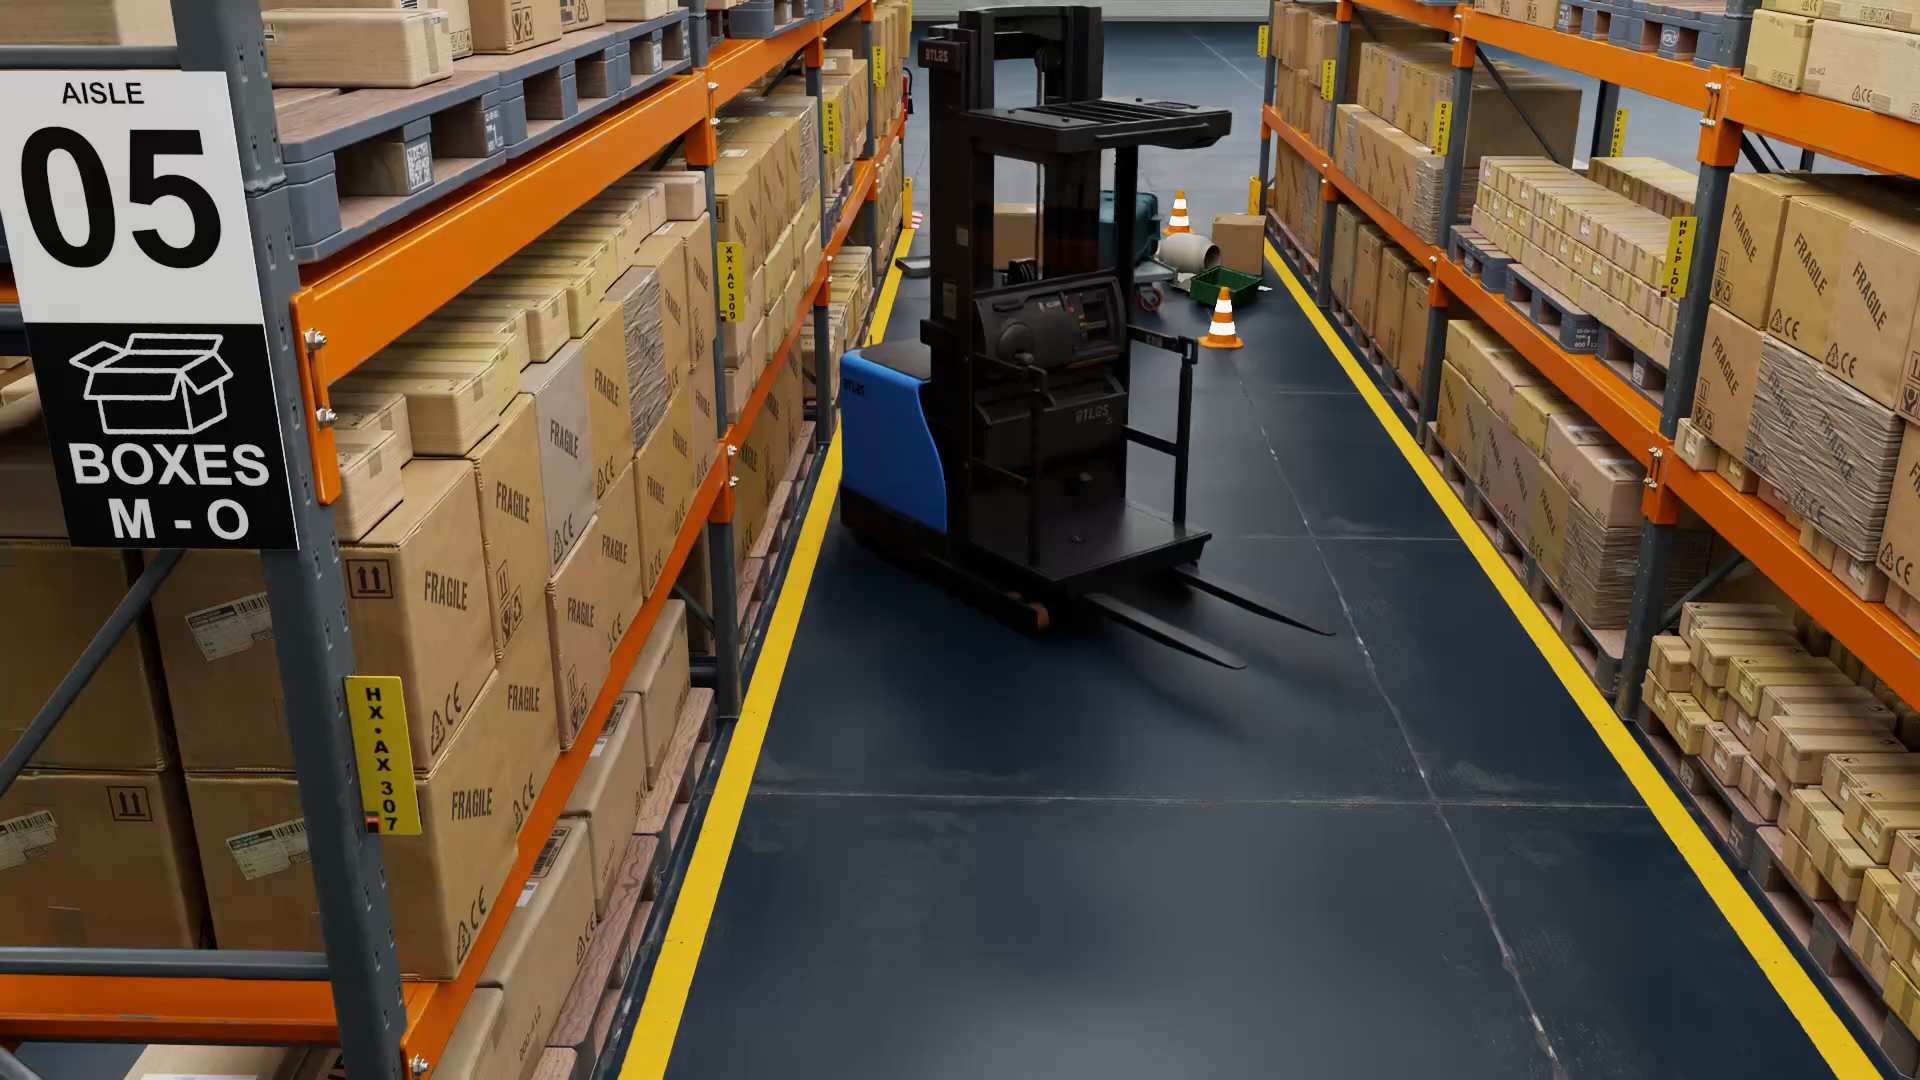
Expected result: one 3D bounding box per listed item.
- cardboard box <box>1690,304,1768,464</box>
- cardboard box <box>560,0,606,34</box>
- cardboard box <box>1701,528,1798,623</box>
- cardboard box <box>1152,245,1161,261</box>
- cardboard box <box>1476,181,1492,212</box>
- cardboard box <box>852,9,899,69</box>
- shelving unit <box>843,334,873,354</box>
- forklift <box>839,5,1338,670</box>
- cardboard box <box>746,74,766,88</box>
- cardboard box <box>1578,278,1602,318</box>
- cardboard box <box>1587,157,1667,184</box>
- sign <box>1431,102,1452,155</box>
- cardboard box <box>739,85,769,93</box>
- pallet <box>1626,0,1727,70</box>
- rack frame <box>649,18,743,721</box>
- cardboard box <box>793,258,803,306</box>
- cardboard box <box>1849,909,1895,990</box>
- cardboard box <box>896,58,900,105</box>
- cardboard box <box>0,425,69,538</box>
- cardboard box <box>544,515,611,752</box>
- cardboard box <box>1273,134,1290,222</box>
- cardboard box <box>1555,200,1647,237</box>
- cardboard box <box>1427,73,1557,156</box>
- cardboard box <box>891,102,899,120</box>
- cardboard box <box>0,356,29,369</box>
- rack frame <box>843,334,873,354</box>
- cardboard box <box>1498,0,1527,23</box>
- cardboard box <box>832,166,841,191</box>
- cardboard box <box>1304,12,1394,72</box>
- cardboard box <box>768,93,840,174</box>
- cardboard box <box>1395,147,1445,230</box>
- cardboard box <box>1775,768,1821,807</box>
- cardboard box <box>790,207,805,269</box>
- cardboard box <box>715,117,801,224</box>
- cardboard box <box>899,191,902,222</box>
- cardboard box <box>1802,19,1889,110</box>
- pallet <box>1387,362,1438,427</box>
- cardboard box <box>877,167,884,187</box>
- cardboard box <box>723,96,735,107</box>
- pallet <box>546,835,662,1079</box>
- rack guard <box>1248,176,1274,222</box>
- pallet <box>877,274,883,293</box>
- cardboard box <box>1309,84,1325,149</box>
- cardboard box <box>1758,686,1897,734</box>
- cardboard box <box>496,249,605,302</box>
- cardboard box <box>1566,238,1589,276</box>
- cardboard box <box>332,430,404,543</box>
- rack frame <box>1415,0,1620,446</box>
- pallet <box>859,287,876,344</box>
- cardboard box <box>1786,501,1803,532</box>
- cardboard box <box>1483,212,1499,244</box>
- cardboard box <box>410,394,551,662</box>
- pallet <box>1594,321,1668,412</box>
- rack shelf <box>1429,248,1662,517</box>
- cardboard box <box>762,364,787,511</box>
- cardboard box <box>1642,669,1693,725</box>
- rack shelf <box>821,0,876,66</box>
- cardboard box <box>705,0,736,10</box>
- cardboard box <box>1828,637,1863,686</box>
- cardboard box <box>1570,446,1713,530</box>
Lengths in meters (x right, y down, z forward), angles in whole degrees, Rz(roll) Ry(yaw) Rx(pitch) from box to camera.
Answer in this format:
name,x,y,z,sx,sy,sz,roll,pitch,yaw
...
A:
name,x,y,z,sx,sy,sz,roll,pitch,yaw
cardboard box,3.194,-0.607,6.398,0.500,0.500,0.500,0,21,1
cardboard box,-1.499,-1.817,5.057,0.797,0.503,0.637,2,21,6
cardboard box,3.749,0.107,7.981,0.500,0.500,0.500,1,21,4
cardboard box,1.916,-2.858,16.527,0.396,0.266,0.258,4,22,11
cardboard box,3.367,-2.089,10.122,0.380,0.149,0.250,2,21,4
cardboard box,-0.937,-4.682,15.518,0.700,0.500,0.500,0,21,0
shelving unit,-0.520,-0.656,9.769,0.215,1.050,0.252,-15,26,-34
forklift,0.599,-1.092,8.291,1.130,2.935,3.031,-15,26,-34
cardboard box,-1.600,-3.340,11.965,0.380,0.149,0.250,0,21,-1
cardboard box,3.303,-1.198,8.236,0.380,0.149,0.250,0,21,-1
cardboard box,4.026,-2.218,10.043,0.380,0.149,0.250,0,21,0
sign,3.028,-2.589,10.454,0.100,0.325,0.005,1,21,2
cardboard box,-1.613,-2.980,11.934,0.500,0.500,0.500,-1,21,-2
pallet,3.586,-2.131,6.988,1.213,0.211,1.003,1,21,2
rack frame,-1.490,-0.616,6.970,1.000,3.000,0.127,1,21,2
cardboard box,-1.155,-1.440,9.301,0.500,0.250,0.500,0,21,1
cardboard box,3.116,1.319,5.343,0.380,0.149,0.250,1,21,3
cardboard box,-0.886,-4.760,17.100,0.500,0.500,0.500,1,21,2
cardboard box,-1.801,-0.117,3.266,0.380,0.149,0.250,1,21,2
cardboard box,-1.289,0.246,4.609,0.500,0.500,0.500,1,21,1
cardboard box,3.872,-3.896,17.781,0.875,0.875,0.875,1,21,2
cardboard box,3.325,-1.670,8.631,0.380,0.149,0.250,0,21,1
cardboard box,3.620,-2.902,11.342,0.700,0.500,0.500,0,21,1
cardboard box,-0.826,-4.422,17.125,0.380,0.149,0.250,1,21,3
cardboard box,-6.069,-1.168,10.371,0.380,0.149,0.250,0,21,-1
rack frame,-0.593,-0.691,9.860,0.200,1.050,0.008,-15,26,-34
cardboard box,3.291,-3.105,9.100,0.500,0.500,0.500,1,21,2
cardboard box,-1.047,-2.556,11.736,0.380,0.149,0.250,1,21,2
cardboard box,3.813,-4.783,16.008,0.875,0.550,0.500,1,21,2
cardboard box,-1.114,-2.792,11.448,0.500,0.500,0.500,2,21,4
cardboard box,3.345,-2.437,11.525,0.500,0.500,0.500,1,21,2
cardboard box,3.198,0.902,6.008,0.380,0.149,0.250,2,21,4
cardboard box,-1.136,-1.677,9.220,0.500,0.250,0.500,0,21,0
cardboard box,-1.151,-2.020,9.068,0.500,0.500,0.500,1,21,2
cardboard box,-0.881,-3.565,17.790,0.500,0.250,0.500,1,21,1
cardboard box,3.177,-1.581,5.517,0.500,0.250,0.500,0,21,1
pallet,3.682,-1.029,11.888,1.003,0.211,1.213,1,21,2
cardboard box,-0.895,-3.329,15.250,0.380,0.149,0.250,1,21,2
cardboard box,-1.627,-2.399,10.046,0.500,0.500,0.500,0,21,0
pallet,-1.625,1.400,5.628,1.003,0.211,1.213,1,21,2
rack guard,3.827,-3.780,18.581,1.175,0.500,0.348,1,21,2
pallet,-1.261,-2.452,15.556,1.003,0.211,1.213,1,21,2
cardboard box,3.698,-3.893,15.209,0.875,0.550,0.550,1,21,2
cardboard box,3.232,0.666,6.205,0.380,0.149,0.250,0,21,0
cardboard box,-1.275,-0.766,4.939,0.380,0.149,0.250,1,21,2
cardboard box,3.312,-1.438,8.444,0.380,0.149,0.250,1,21,2
cardboard box,-1.324,-0.110,3.249,0.380,0.149,0.250,1,21,3
rack frame,3.583,-2.044,10.651,1.000,3.000,0.127,1,21,2
pallet,-1.269,-1.927,14.204,1.003,0.211,1.213,1,21,2
cardboard box,3.222,-0.093,5.969,0.380,0.149,0.250,0,21,-1
cardboard box,3.359,-1.867,9.960,0.380,0.149,0.250,2,21,4
cardboard box,-1.303,-0.040,3.965,0.500,0.500,0.500,0,21,0
pallet,3.630,-0.783,7.667,1.003,0.211,1.213,1,21,2
rack shelf,3.522,-0.986,8.918,1.077,0.370,4.000,1,21,2
cardboard box,-1.503,-0.696,9.534,0.875,0.875,0.875,1,21,2
cardboard box,3.129,0.663,7.033,0.380,0.149,0.250,0,21,-1
rack shelf,-1.307,-3.849,12.149,1.077,0.370,4.000,1,21,2
cardboard box,-1.125,-2.325,6.832,0.396,0.266,0.258,0,21,1
cardboard box,3.742,0.482,6.678,0.380,0.149,0.250,1,21,2
cardboard box,3.231,-0.250,7.866,0.500,0.250,0.500,0,21,0
